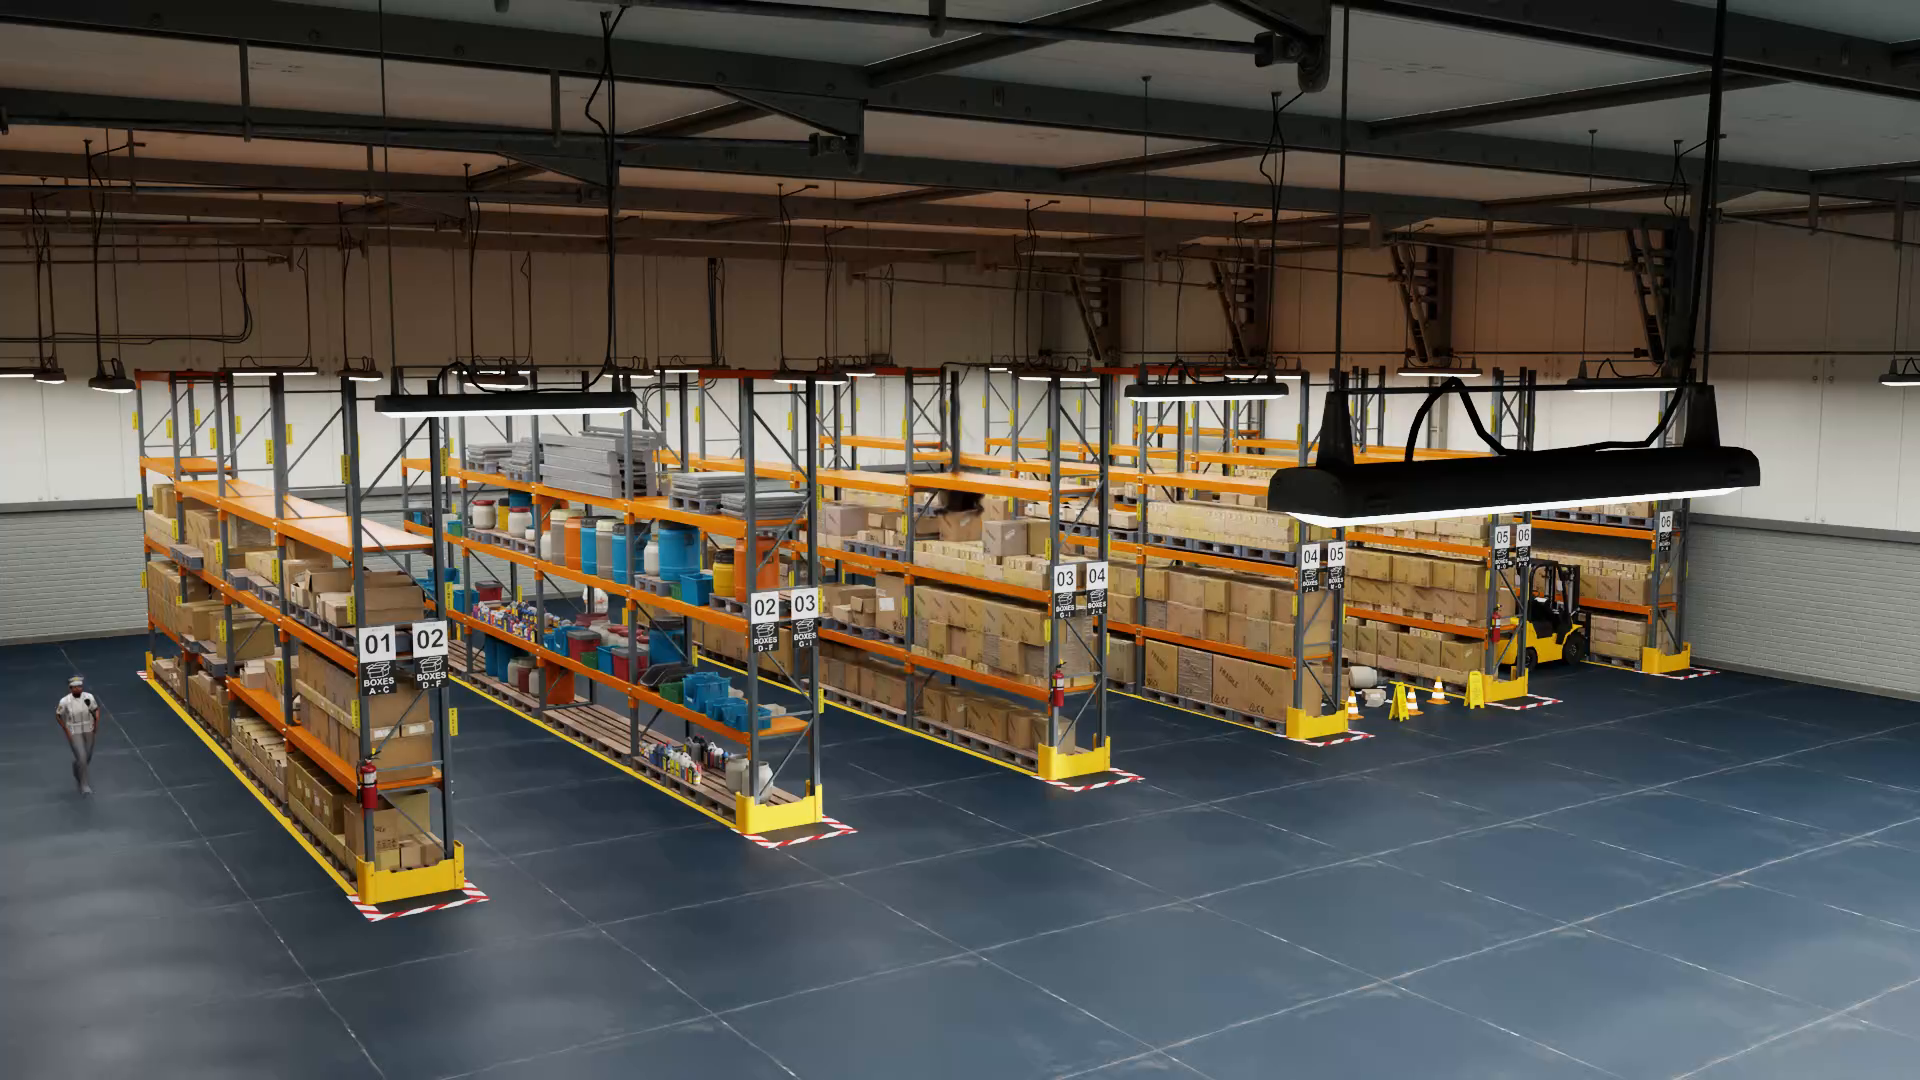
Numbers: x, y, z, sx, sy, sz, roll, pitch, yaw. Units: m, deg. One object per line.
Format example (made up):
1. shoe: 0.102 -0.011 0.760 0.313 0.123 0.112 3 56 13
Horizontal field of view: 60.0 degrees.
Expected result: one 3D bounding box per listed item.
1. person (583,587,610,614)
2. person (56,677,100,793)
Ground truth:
1. person: -7.554 1.548 34.480 0.642 1.816 0.915 -6 9 -42
2. person: -12.792 2.792 24.128 0.576 1.710 0.730 -6 9 -43
